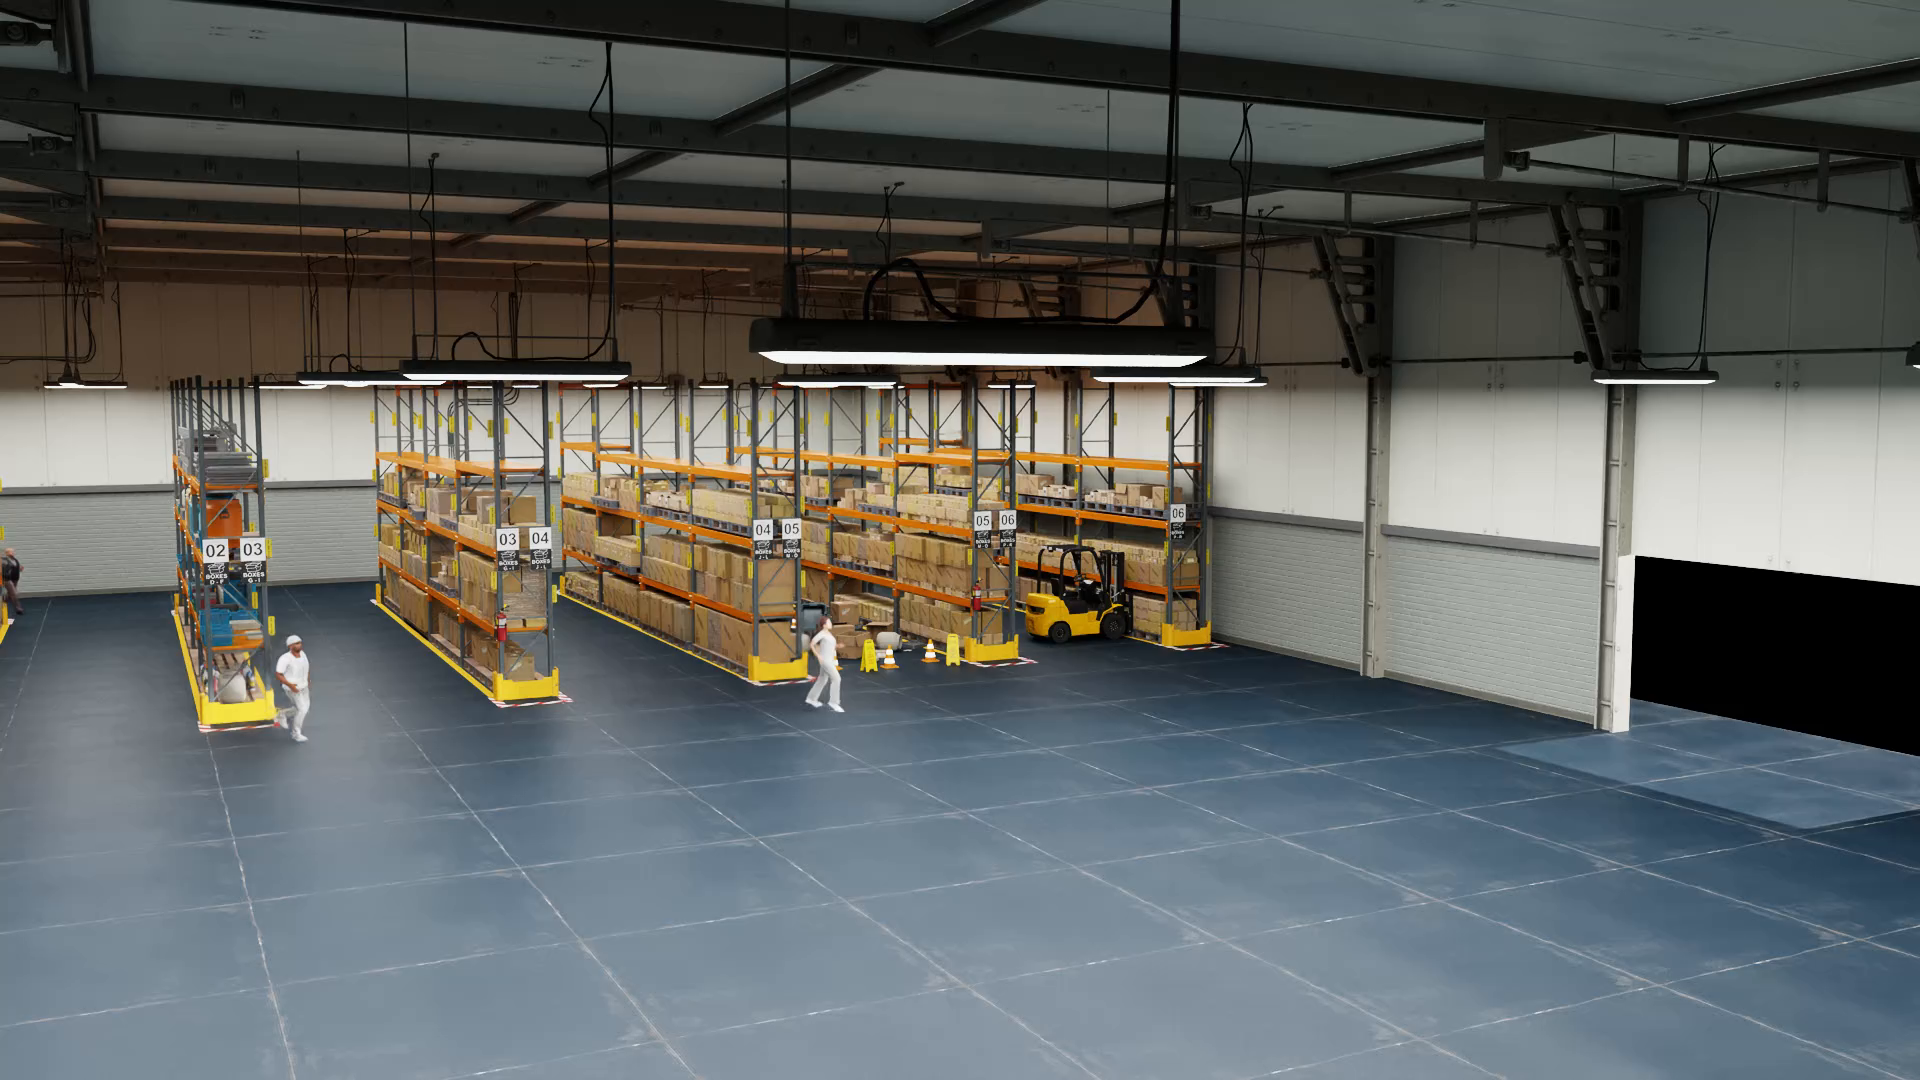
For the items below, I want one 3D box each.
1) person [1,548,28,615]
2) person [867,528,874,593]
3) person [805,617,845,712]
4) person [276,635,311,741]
[{"bbox_3d":[-24.283,1.056,42.503,0.972,1.711,0.653,1,5,11],"label":"person"},{"bbox_3d":[-2.494,0.550,45.221,0.707,1.757,0.529,-3,6,-26],"label":"person"},{"bbox_3d":[-2.425,2.231,29.876,0.765,1.726,0.535,1,5,8],"label":"person"},{"bbox_3d":[-11.037,2.432,27.429,0.650,1.750,0.704,1,5,16],"label":"person"}]
